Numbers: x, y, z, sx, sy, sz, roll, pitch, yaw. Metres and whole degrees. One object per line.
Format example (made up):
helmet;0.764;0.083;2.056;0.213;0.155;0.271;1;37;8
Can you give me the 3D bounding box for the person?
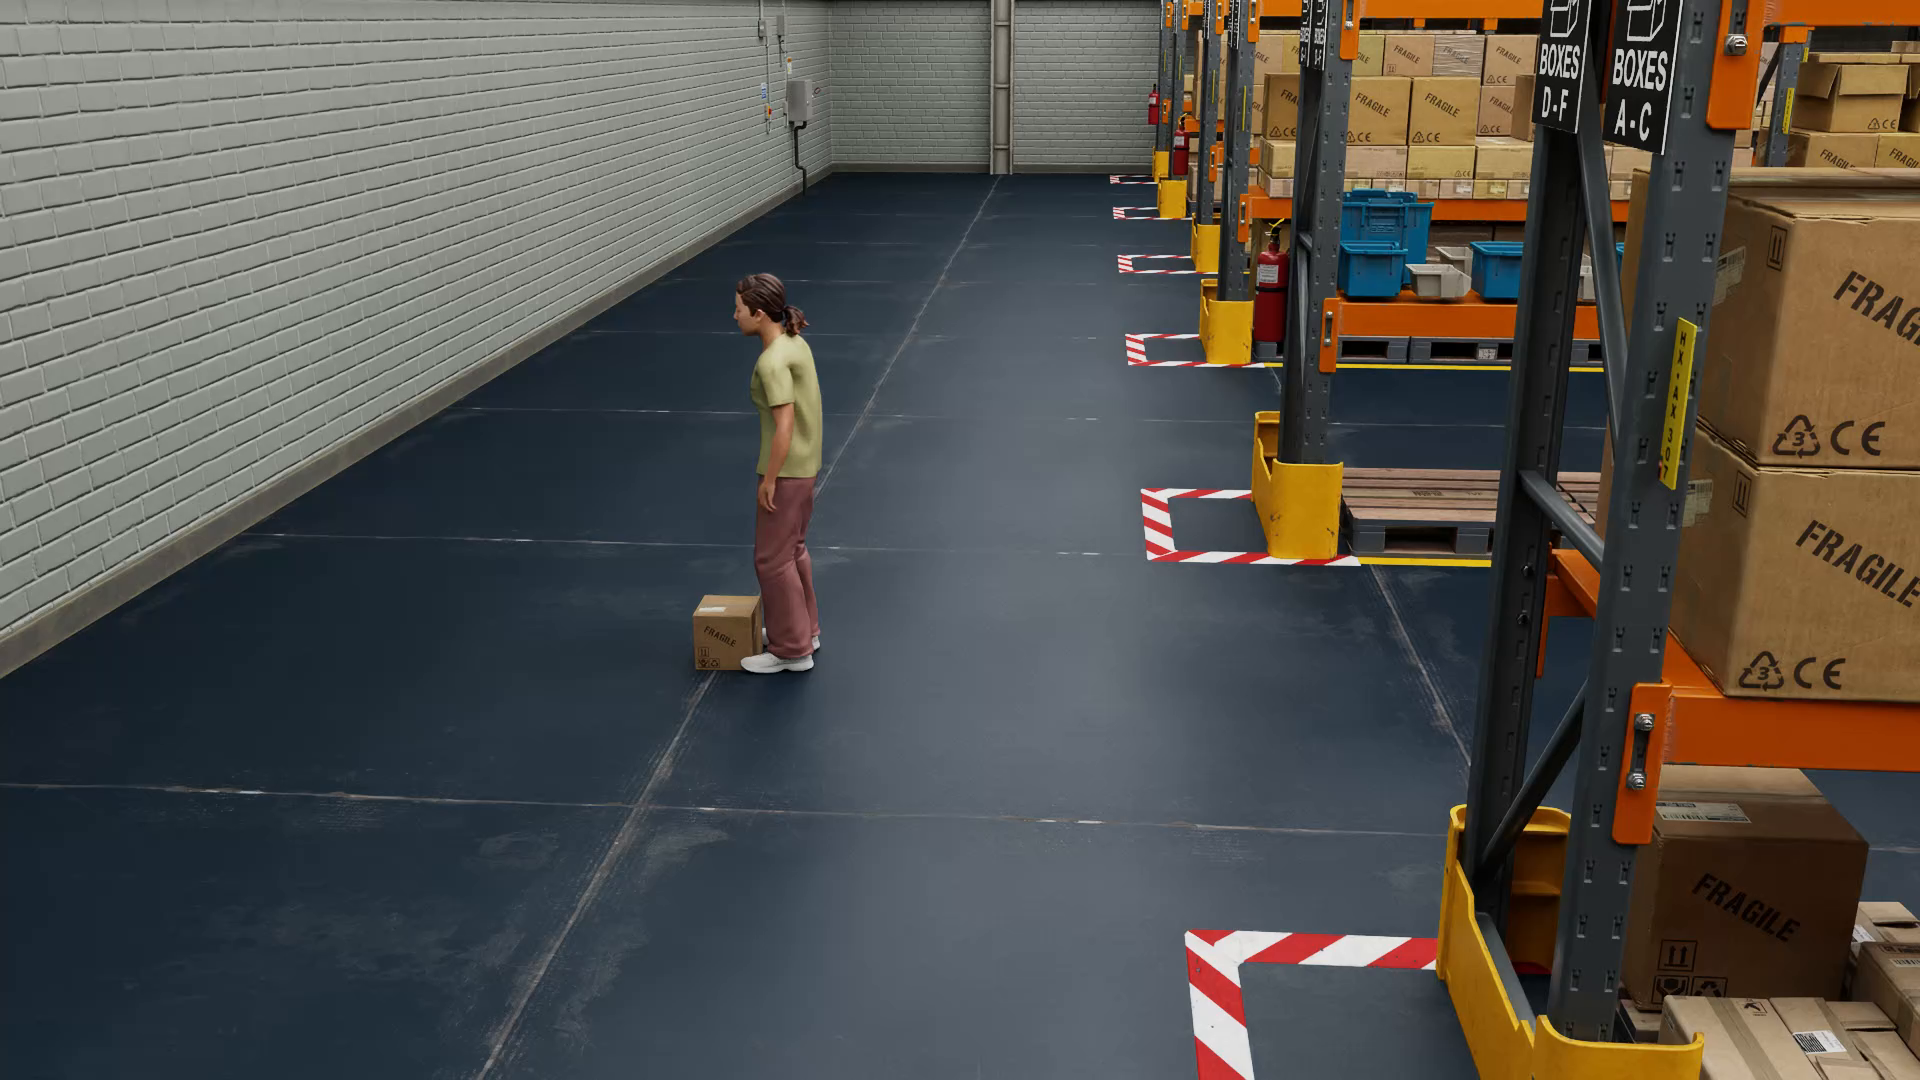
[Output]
person;-0.750;-0.278;6.927;0.356;1.673;0.499;1;18;4
